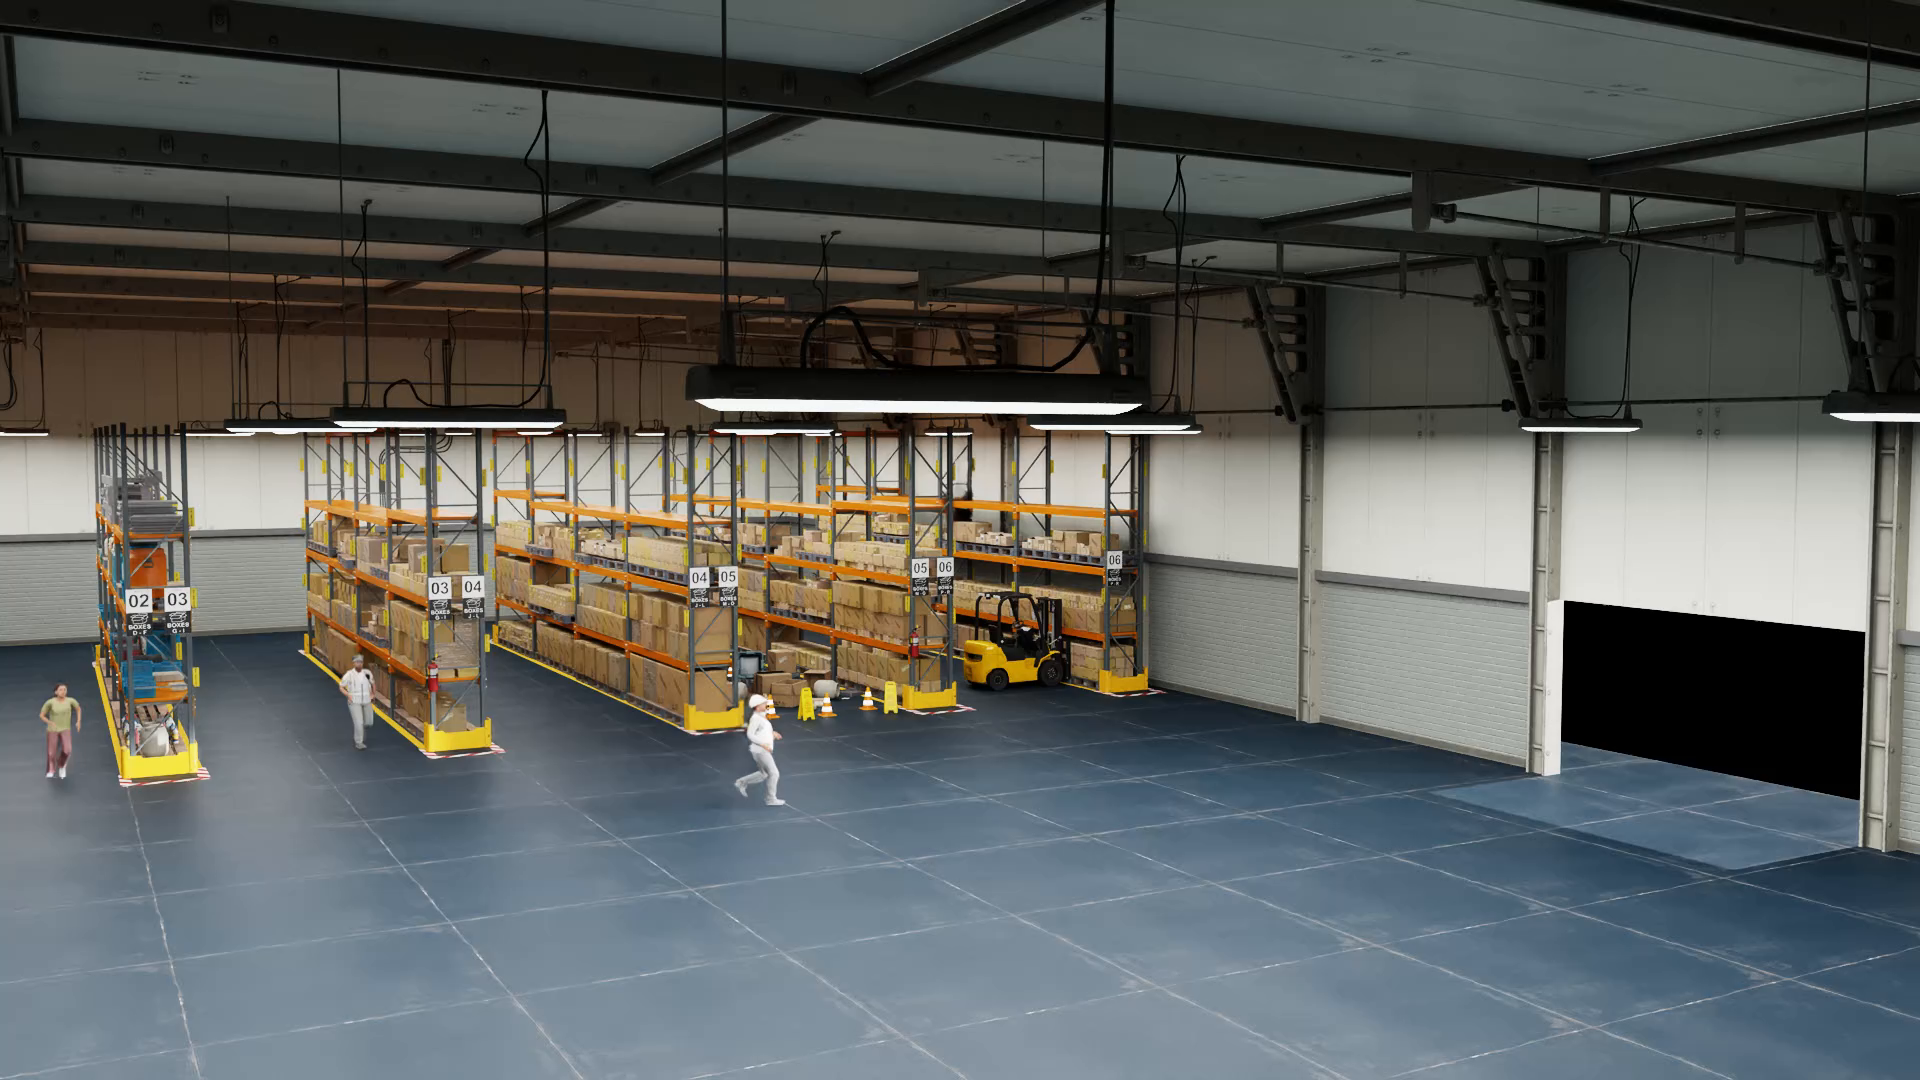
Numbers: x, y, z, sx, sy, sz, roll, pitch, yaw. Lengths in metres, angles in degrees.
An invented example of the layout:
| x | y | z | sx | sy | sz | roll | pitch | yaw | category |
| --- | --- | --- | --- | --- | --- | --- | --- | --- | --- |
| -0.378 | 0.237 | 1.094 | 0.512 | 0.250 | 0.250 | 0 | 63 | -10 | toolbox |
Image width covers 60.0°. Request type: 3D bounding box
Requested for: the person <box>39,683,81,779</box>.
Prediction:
| x | y | z | sx | sy | sz | roll | pitch | yaw | category |
| --- | --- | --- | --- | --- | --- | --- | --- | --- | --- |
| -15.101 | 3.204 | 27.947 | 0.635 | 1.621 | 0.605 | -2 | 4 | -34 | person |

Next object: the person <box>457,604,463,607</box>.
| x | y | z | sx | sy | sz | roll | pitch | yaw | category |
| --- | --- | --- | --- | --- | --- | --- | --- | --- | --- |
| -13.492 | 2.174 | 44.884 | 0.645 | 1.552 | 0.555 | -1 | 4 | -21 | person |

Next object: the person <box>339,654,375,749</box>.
| x | y | z | sx | sy | sz | roll | pitch | yaw | category |
| --- | --- | --- | --- | --- | --- | --- | --- | --- | --- |
| -11.176 | 2.981 | 30.888 | 0.664 | 1.733 | 0.645 | -3 | 4 | -39 | person |

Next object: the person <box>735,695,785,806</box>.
| x | y | z | sx | sy | sz | roll | pitch | yaw | category |
| --- | --- | --- | --- | --- | --- | --- | --- | --- | --- |
| -3.132 | 3.281 | 25.962 | 0.803 | 1.739 | 0.668 | 0 | 3 | -3 | person |
